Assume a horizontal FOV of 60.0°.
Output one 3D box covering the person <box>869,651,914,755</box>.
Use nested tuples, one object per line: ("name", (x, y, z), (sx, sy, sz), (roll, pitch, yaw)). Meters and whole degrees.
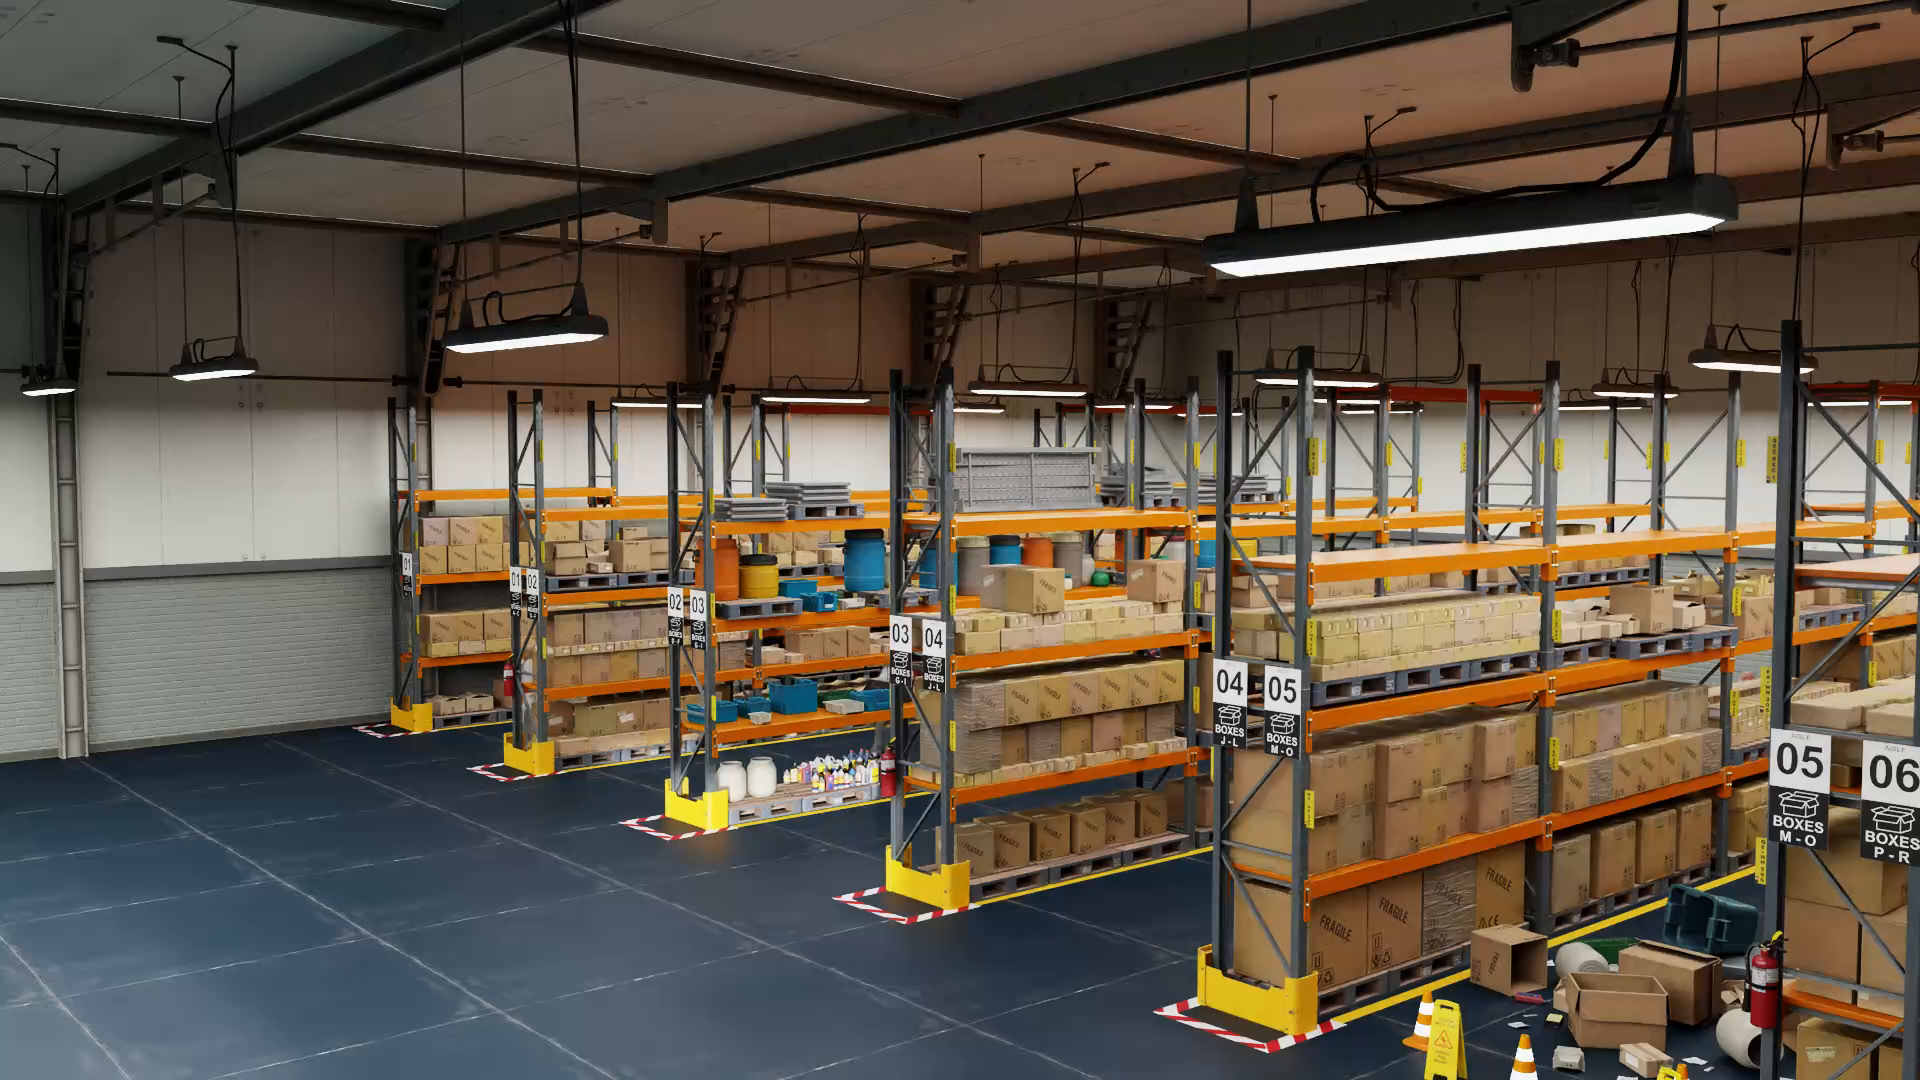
("person", (-1.153, 2.677, 27.668), (0.572, 1.694, 0.935), (3, 4, 42))

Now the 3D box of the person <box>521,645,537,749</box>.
("person", (-7.234, 2.668, 27.783), (0.696, 1.850, 0.801), (3, 4, 40))

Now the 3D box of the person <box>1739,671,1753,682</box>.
("person", (11.883, 2.839, 25.182), (0.700, 1.707, 0.638), (-2, 4, -35))
